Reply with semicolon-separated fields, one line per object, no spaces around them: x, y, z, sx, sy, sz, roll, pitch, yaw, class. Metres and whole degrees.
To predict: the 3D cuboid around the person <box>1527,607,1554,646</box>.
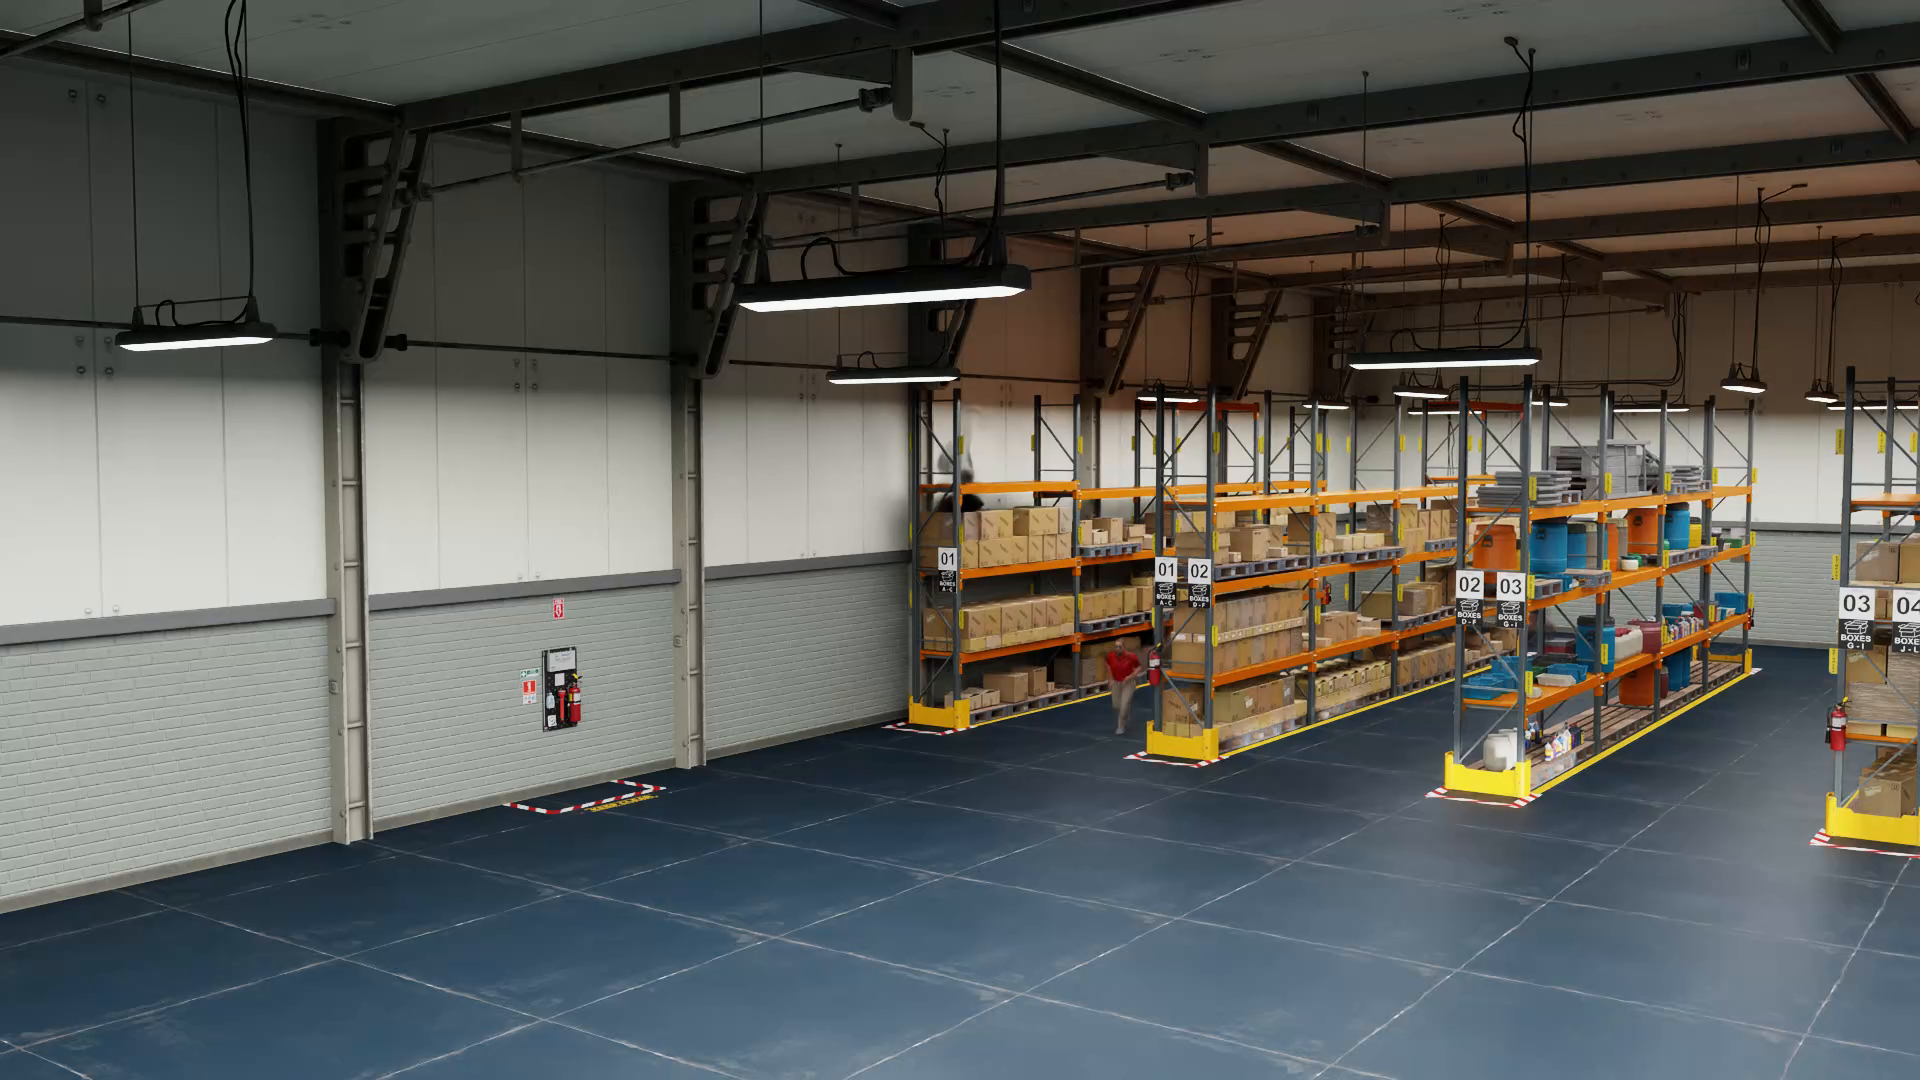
14.208;1.827;40.832;0.660;1.759;0.826;-2;4;-27;person

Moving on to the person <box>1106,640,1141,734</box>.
2.858;2.547;29.000;0.658;1.668;0.783;1;3;19;person
